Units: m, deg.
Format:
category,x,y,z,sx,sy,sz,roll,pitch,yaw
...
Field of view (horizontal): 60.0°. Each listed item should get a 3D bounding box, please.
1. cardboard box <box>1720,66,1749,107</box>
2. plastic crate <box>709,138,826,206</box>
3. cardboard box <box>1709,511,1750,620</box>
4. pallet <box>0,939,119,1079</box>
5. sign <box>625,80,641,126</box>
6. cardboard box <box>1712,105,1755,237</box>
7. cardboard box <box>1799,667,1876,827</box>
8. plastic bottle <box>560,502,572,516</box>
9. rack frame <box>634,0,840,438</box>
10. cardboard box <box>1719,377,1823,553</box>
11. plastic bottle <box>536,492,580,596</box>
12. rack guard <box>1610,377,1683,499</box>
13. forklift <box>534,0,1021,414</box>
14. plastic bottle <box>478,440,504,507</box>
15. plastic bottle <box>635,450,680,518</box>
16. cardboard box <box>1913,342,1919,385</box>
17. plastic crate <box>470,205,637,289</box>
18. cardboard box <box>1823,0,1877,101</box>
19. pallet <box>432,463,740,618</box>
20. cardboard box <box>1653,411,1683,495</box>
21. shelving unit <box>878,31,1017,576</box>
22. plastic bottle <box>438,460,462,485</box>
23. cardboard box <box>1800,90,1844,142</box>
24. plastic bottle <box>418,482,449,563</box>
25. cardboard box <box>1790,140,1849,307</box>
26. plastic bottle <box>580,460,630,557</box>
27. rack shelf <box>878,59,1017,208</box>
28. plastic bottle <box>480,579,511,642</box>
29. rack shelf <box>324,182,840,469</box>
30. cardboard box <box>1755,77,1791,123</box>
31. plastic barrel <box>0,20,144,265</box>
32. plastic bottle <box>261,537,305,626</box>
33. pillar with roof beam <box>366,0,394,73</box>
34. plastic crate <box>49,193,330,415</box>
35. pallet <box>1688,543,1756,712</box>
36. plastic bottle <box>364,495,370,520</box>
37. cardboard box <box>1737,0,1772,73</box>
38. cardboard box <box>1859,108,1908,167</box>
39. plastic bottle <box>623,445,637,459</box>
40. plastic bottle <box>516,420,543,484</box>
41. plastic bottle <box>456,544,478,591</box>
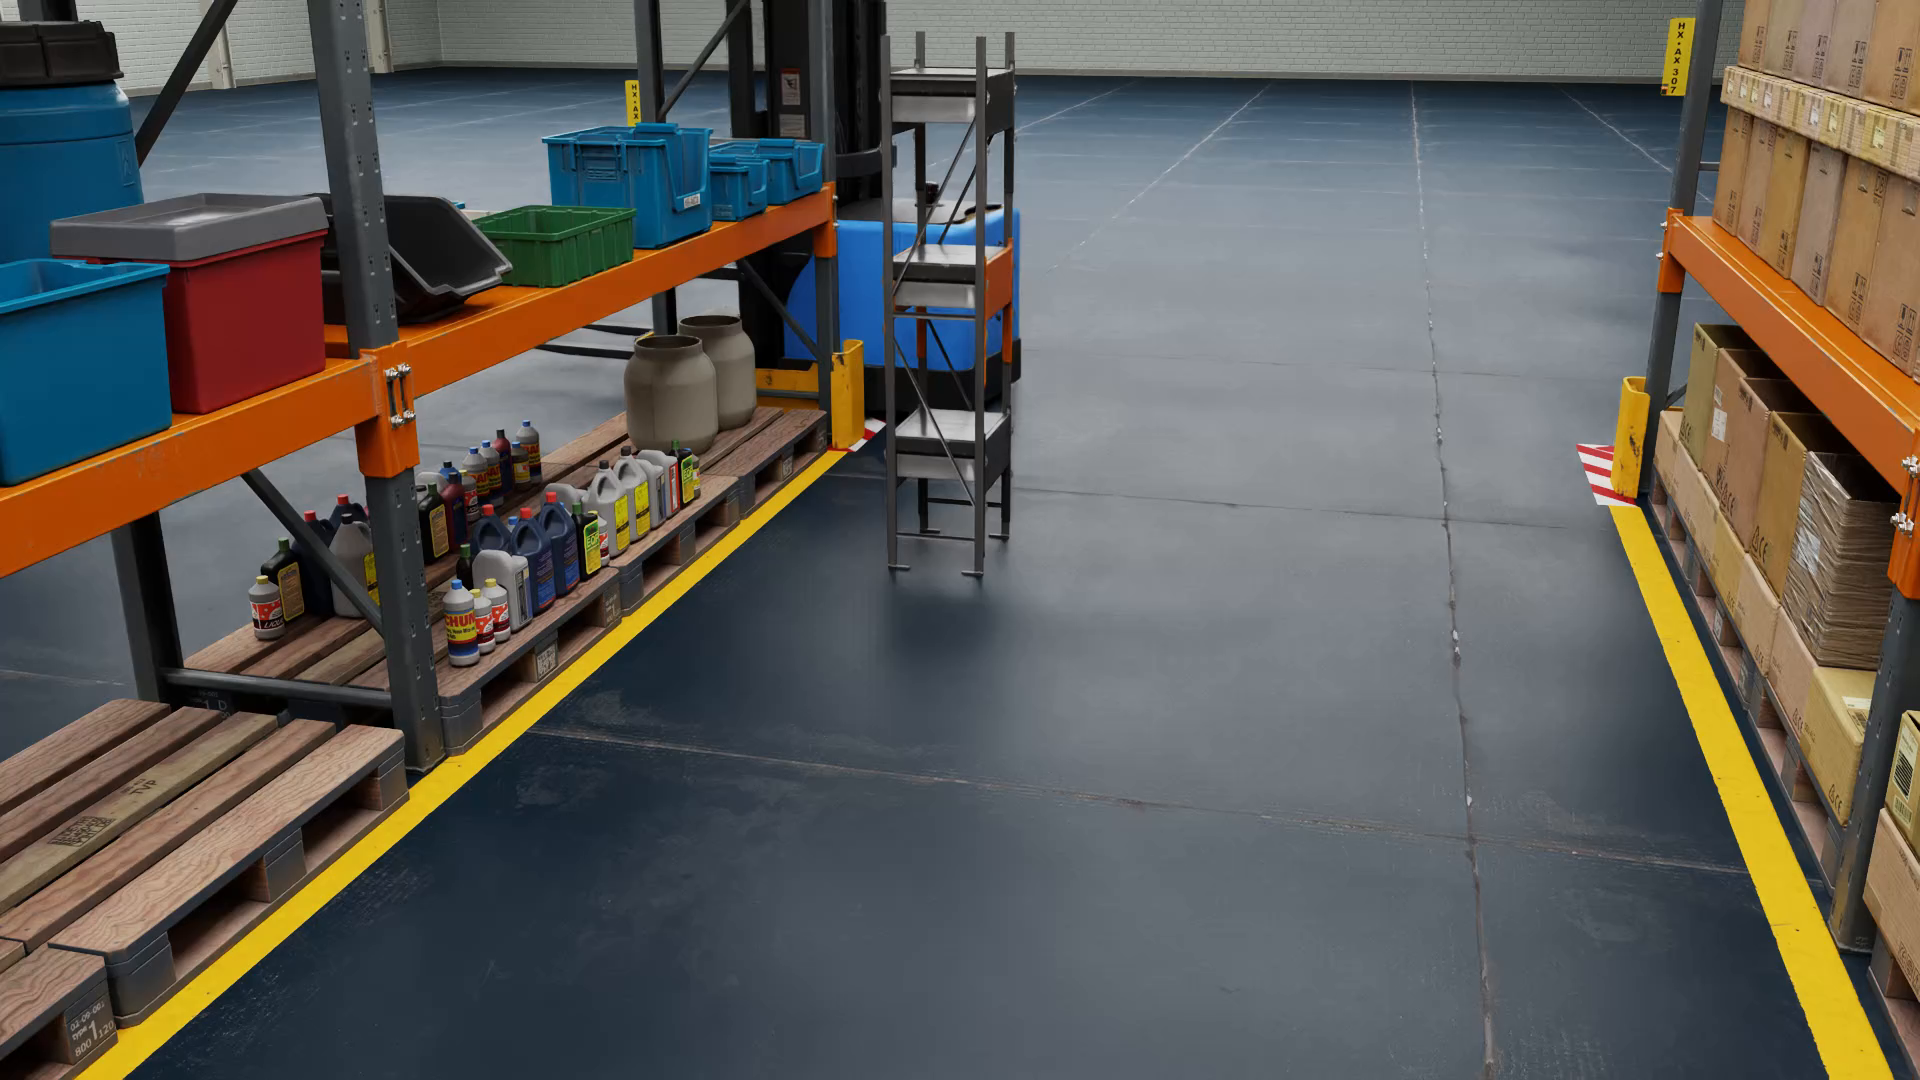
category,x,y,z,sx,sy,sz,roll,pitch,yaw
cardboard box,3.371,-1.868,6.858,0.380,0.149,0.250,5,19,13
plastic crate,-0.958,-1.761,7.934,0.499,0.251,0.616,5,19,13
cardboard box,2.961,0.103,5.849,0.500,0.250,0.500,5,19,13
pallet,-2.554,1.194,3.366,1.003,0.211,1.213,5,19,13
sign,-1.659,-2.188,8.524,0.100,0.325,0.005,5,19,13
cardboard box,3.549,-1.522,6.848,0.700,0.500,0.500,5,19,13
cardboard box,2.600,0.574,4.471,0.500,0.250,0.500,5,19,13
plastic bottle,-1.458,-0.004,6.099,0.097,0.271,0.097,0,19,0
rack frame,-1.126,-2.012,8.438,1.000,3.000,0.127,5,19,13
cardboard box,2.960,-0.252,5.728,0.500,0.500,0.500,5,19,13
plastic bottle,-1.458,0.008,5.942,0.144,0.351,0.185,4,19,11
rack guard,3.682,-0.444,7.715,1.175,0.500,0.348,5,19,13
forklift,-1.216,-2.304,9.398,3.031,2.935,1.130,7,20,19
plastic bottle,-1.955,-0.278,6.902,0.097,0.271,0.097,0,19,0
plastic bottle,-1.238,-0.244,6.796,0.152,0.276,0.135,5,19,14
cardboard box,2.801,-0.553,4.011,0.700,0.500,0.500,4,19,12
plastic crate,-1.498,-1.061,5.982,0.450,0.188,0.662,5,19,13
cardboard box,3.169,-1.639,5.183,0.700,0.500,0.500,5,19,13
pallet,-1.603,-0.030,6.948,1.003,0.211,1.213,5,19,13
cardboard box,3.329,-0.367,7.225,0.500,0.250,0.500,5,19,13
shelving unit,-0.040,-0.942,6.696,0.431,2.100,0.503,5,19,13
plastic bottle,-2.029,-0.183,6.624,0.097,0.271,0.097,0,19,0
cardboard box,2.995,-1.386,5.448,0.380,0.149,0.250,5,19,14
plastic bottle,-1.994,-0.067,6.265,0.061,0.283,0.133,5,19,13
cardboard box,3.174,-1.036,5.426,0.700,0.500,0.500,5,20,15
plastic bottle,-1.354,-0.126,6.333,0.144,0.351,0.185,5,19,13
rack shelf,-0.040,-1.591,6.474,0.431,0.518,0.480,5,19,13
plastic bottle,-1.551,0.229,5.526,0.097,0.201,0.097,0,19,0
rack shelf,-1.615,-1.045,6.719,1.077,0.370,4.000,5,19,13
cardboard box,3.183,-1.628,6.155,0.380,0.149,0.250,4,19,13
plastic barrel,-2.492,-0.899,4.402,0.600,0.901,0.708,5,19,13
plastic bottle,-2.306,0.142,5.653,0.061,0.283,0.133,6,20,16
pillar with roof beam,-9.893,-15.332,38.152,9.100,9.000,0.400,5,19,13
plastic crate,-1.925,-0.613,4.242,0.402,0.464,0.583,5,19,13
pallet,3.230,0.324,5.913,1.003,0.211,1.213,5,19,13
plastic bottle,-2.180,-0.020,6.128,0.061,0.283,0.133,6,20,17
cardboard box,3.537,-2.119,6.589,0.700,0.500,0.500,5,19,14
cardboard box,2.808,-1.141,4.730,0.380,0.149,0.250,5,19,13
plastic bottle,-1.342,-0.256,6.818,0.061,0.283,0.133,5,19,13
plastic bottle,-1.872,-0.386,7.216,0.097,0.271,0.097,0,19,0
plastic bottle,-1.652,0.142,5.654,0.061,0.283,0.133,5,19,13
